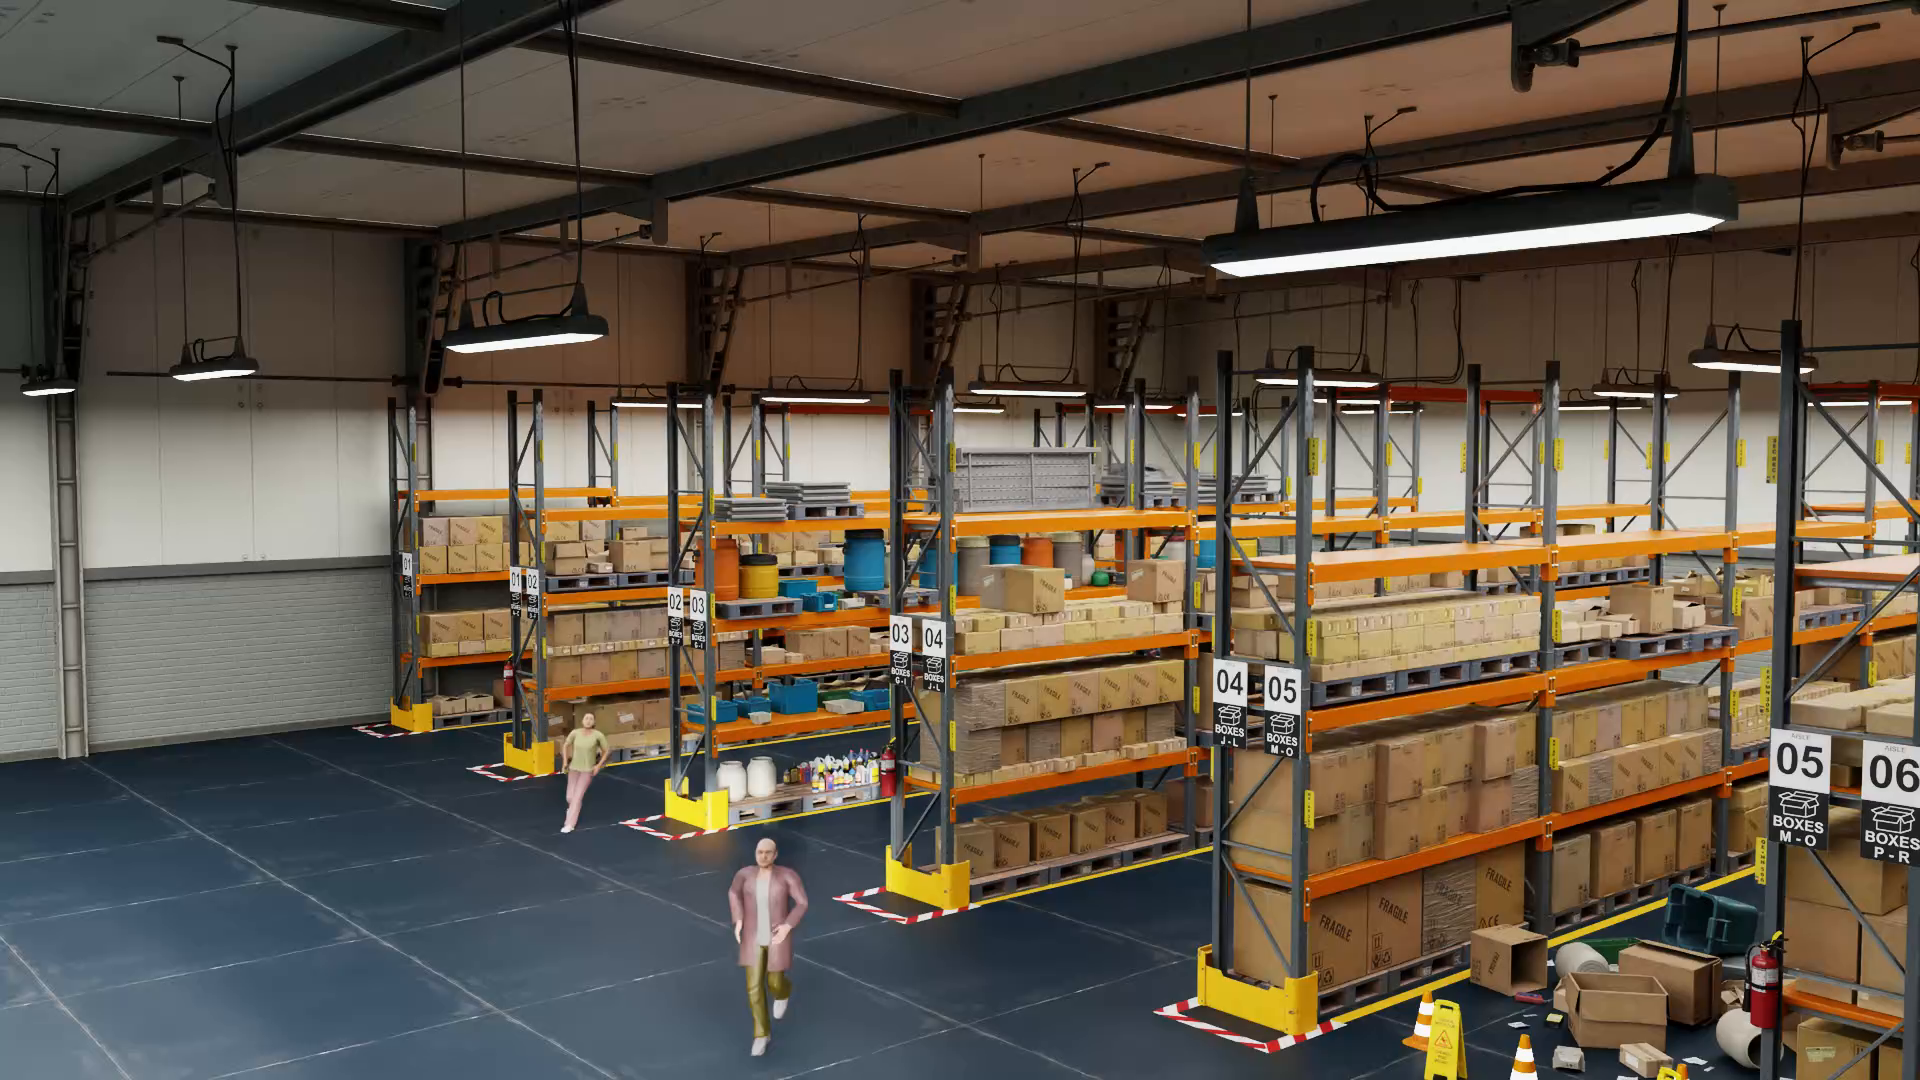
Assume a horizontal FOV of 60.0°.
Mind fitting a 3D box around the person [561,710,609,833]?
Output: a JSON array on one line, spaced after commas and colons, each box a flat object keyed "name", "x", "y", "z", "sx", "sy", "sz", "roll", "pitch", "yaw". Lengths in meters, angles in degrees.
[{"name": "person", "x": -4.999, "y": 3.066, "z": 22.185, "sx": 0.611, "sy": 1.595, "sz": 0.569, "roll": 0, "pitch": 3, "yaw": -3}]

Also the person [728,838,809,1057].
[{"name": "person", "x": -1.667, "y": 3.452, "z": 14.395, "sx": 0.729, "sy": 1.775, "sz": 0.911, "roll": 0, "pitch": 3, "yaw": 3}]
